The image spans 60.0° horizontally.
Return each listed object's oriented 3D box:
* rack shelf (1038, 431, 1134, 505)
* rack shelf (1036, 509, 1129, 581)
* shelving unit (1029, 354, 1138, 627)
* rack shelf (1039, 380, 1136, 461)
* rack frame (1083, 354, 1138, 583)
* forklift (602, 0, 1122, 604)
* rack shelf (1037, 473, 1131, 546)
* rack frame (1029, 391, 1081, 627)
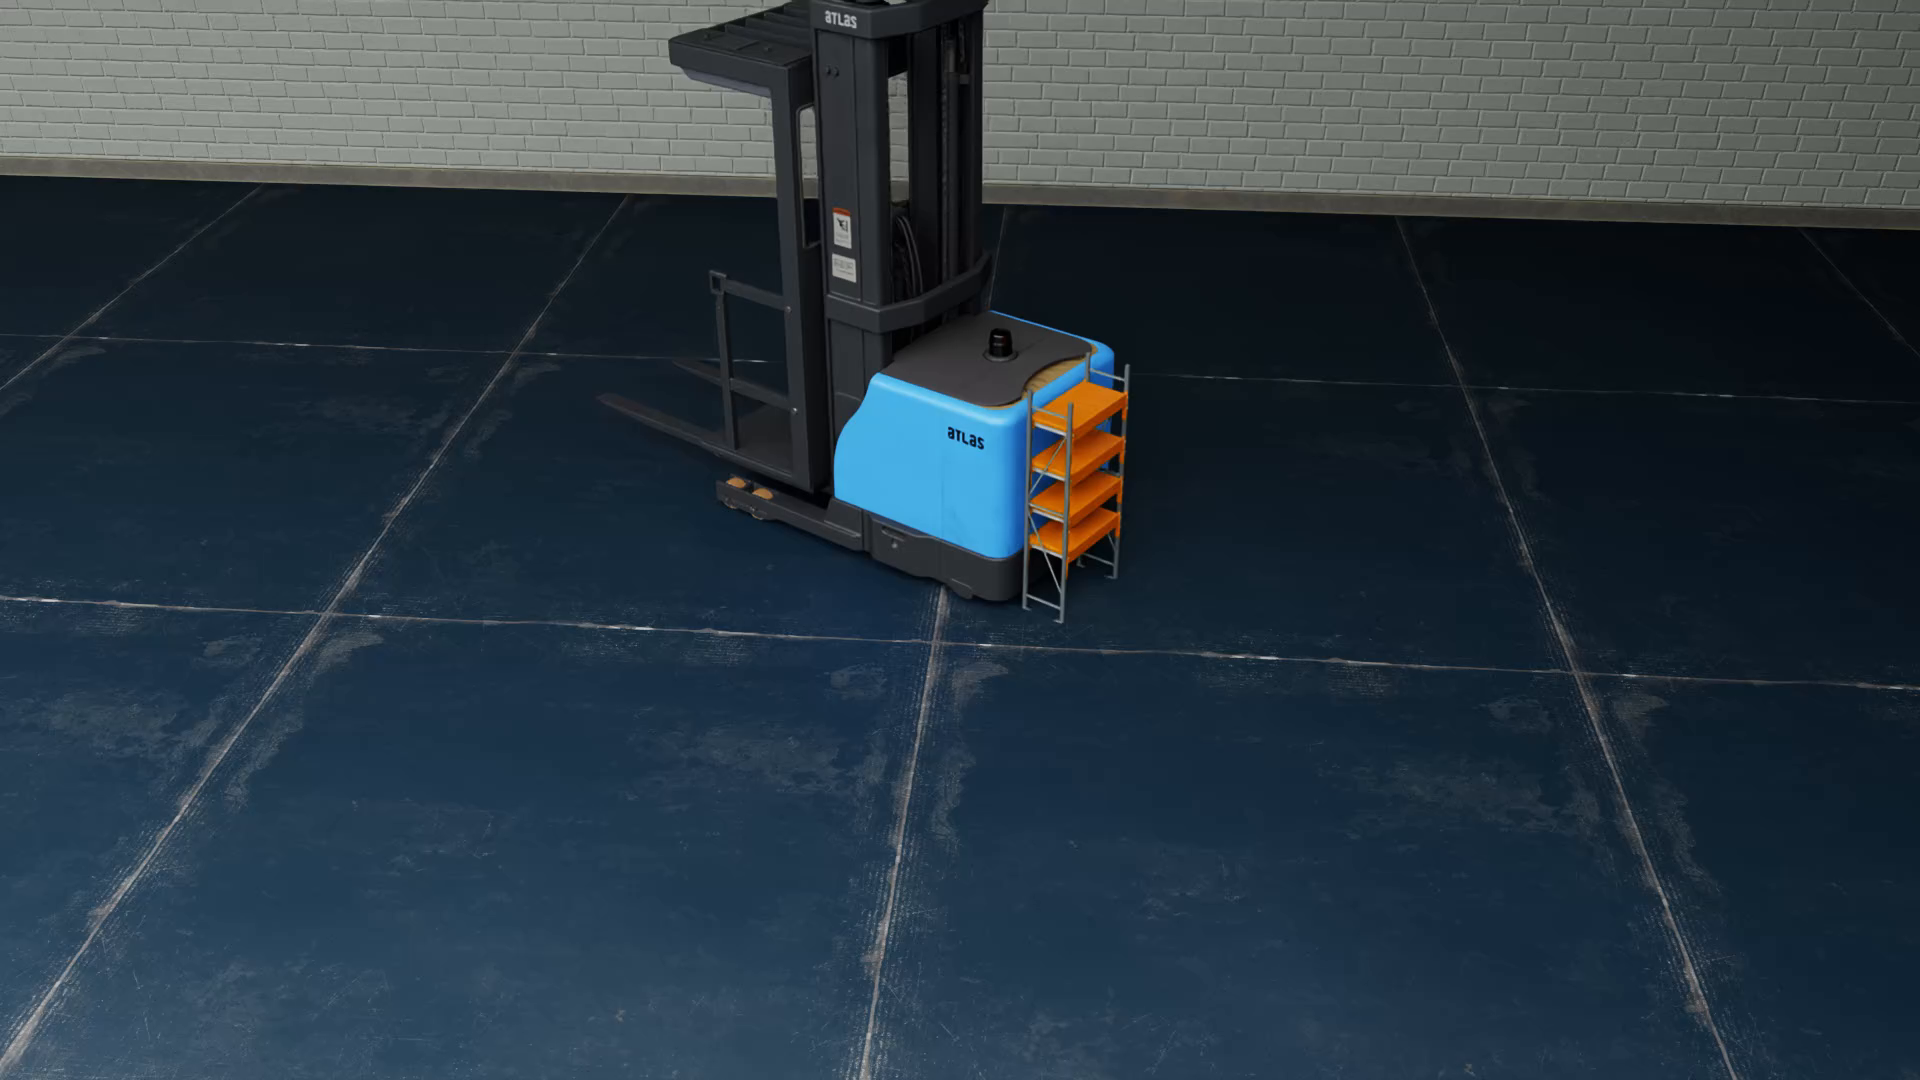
[{"bbox_3d":[0.587,-0.362,7.896,0.258,0.148,0.480,21,37,30],"label":"rack shelf"},{"bbox_3d":[0.587,-0.003,8.118,0.258,0.148,0.480,21,37,30],"label":"rack shelf"},{"bbox_3d":[0.587,-0.229,7.978,0.258,1.200,0.503,21,37,30],"label":"shelving unit"},{"bbox_3d":[0.587,-0.564,7.772,0.258,0.148,0.480,21,37,30],"label":"rack shelf"},{"bbox_3d":[0.732,-0.332,8.145,0.240,1.200,0.015,21,37,30],"label":"rack frame"},{"bbox_3d":[-0.666,-1.544,8.462,3.031,2.935,1.130,21,37,30],"label":"forklift"},{"bbox_3d":[0.587,-0.172,8.014,0.258,0.148,0.480,21,37,30],"label":"rack shelf"},{"bbox_3d":[0.442,-0.126,7.811,0.240,1.200,0.015,21,37,30],"label":"rack frame"}]
